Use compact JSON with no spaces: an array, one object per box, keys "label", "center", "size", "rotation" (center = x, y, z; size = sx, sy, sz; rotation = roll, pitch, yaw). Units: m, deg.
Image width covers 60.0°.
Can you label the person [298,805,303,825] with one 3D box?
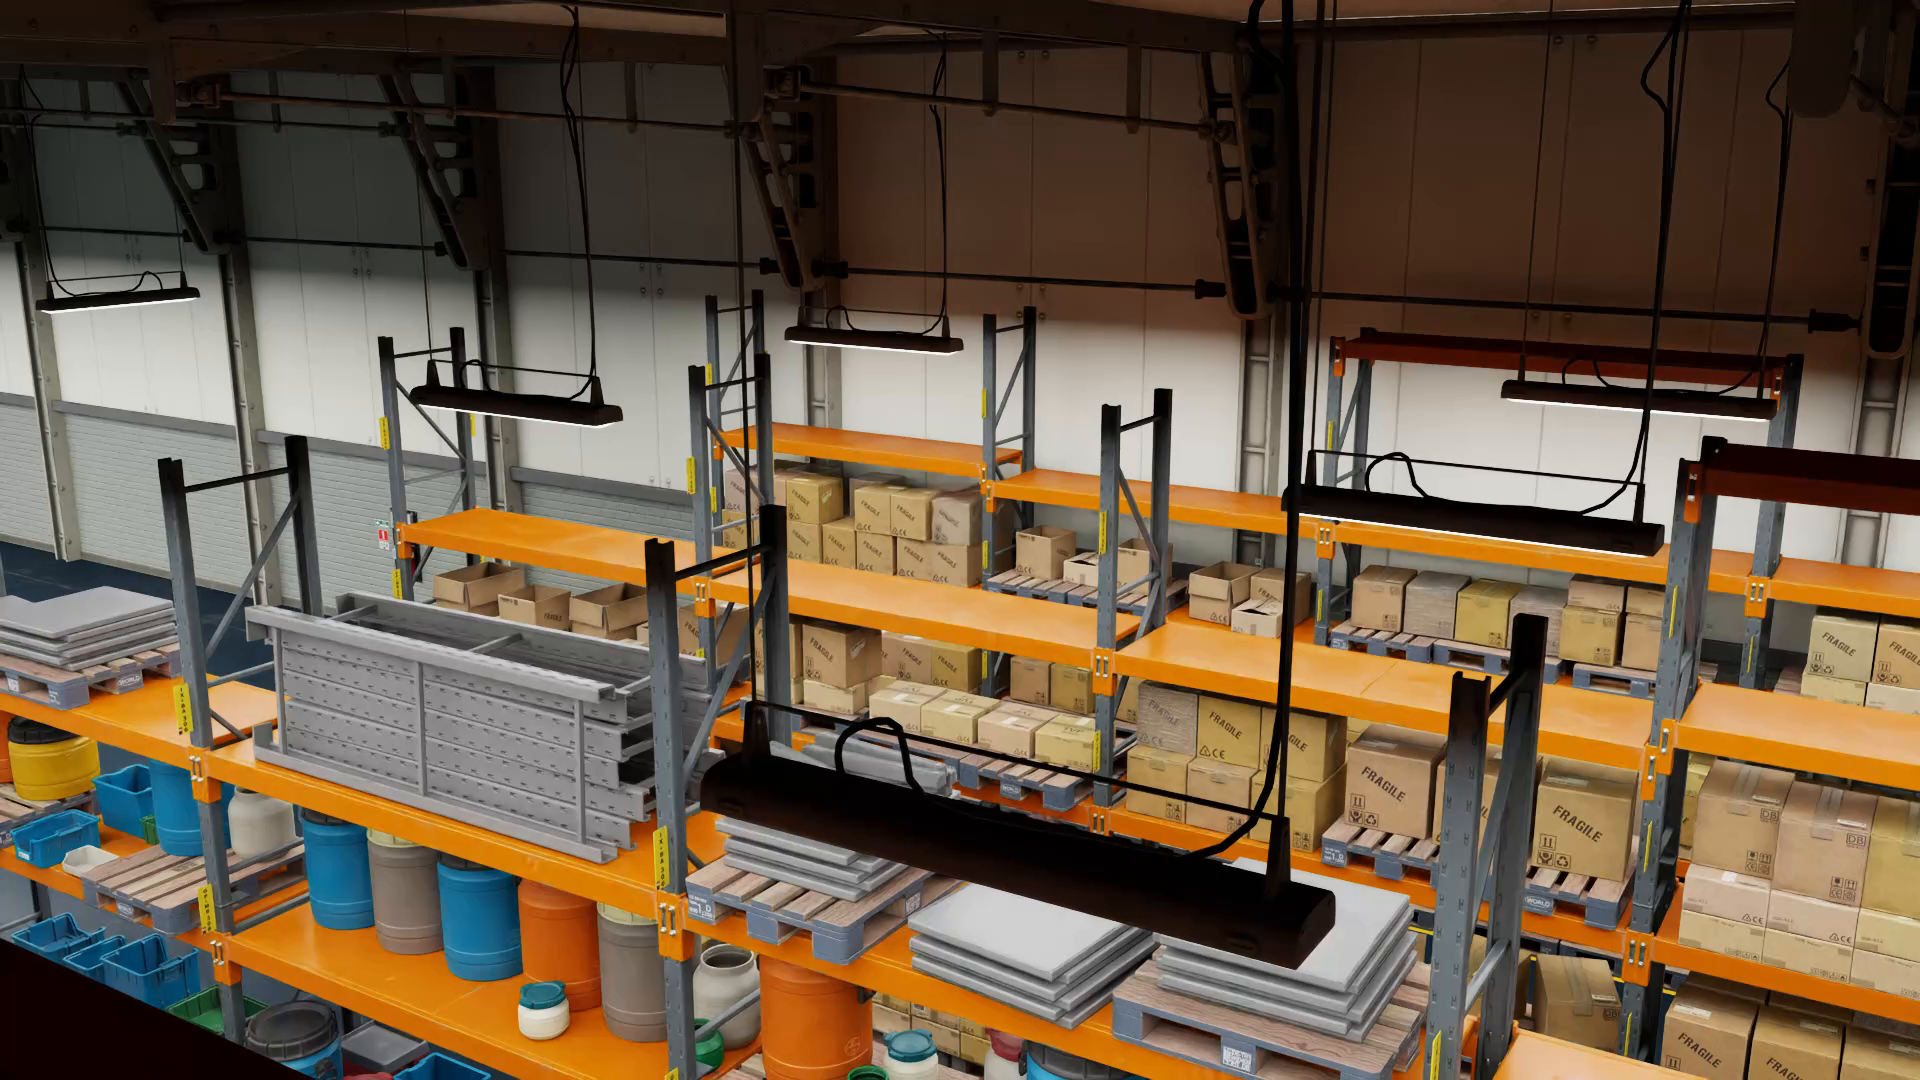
[{"label":"person","center":[-7.107,2.724,18.516],"size":[0.586,1.759,0.612],"rotation":[5,15,20]}]

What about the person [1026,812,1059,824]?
[{"label":"person","center":[0.776,3.258,16.405],"size":[0.586,1.775,0.617],"rotation":[8,16,29]}]
